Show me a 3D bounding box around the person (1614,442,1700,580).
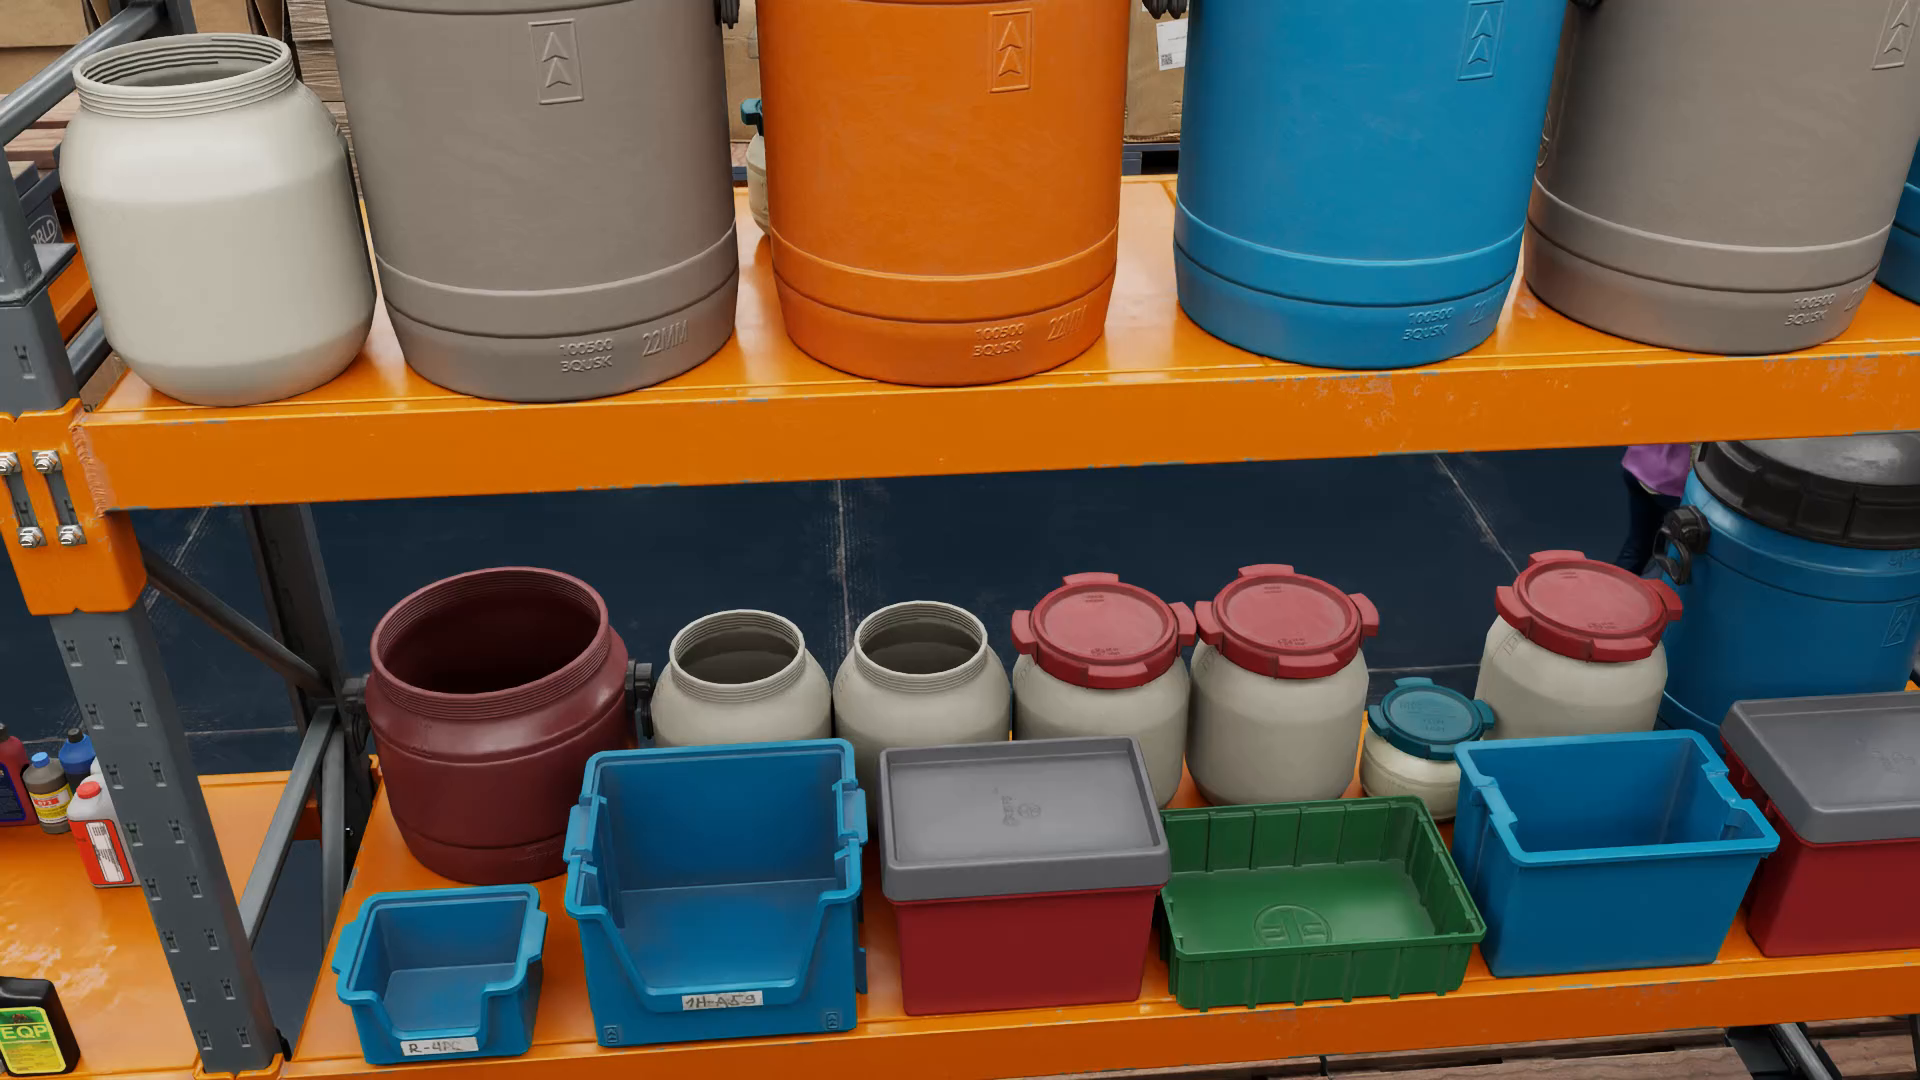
[{"bbox_3d":[2.776,-0.241,6.493,0.431,1.588,0.446,-11,33,-18],"label":"person"}]
